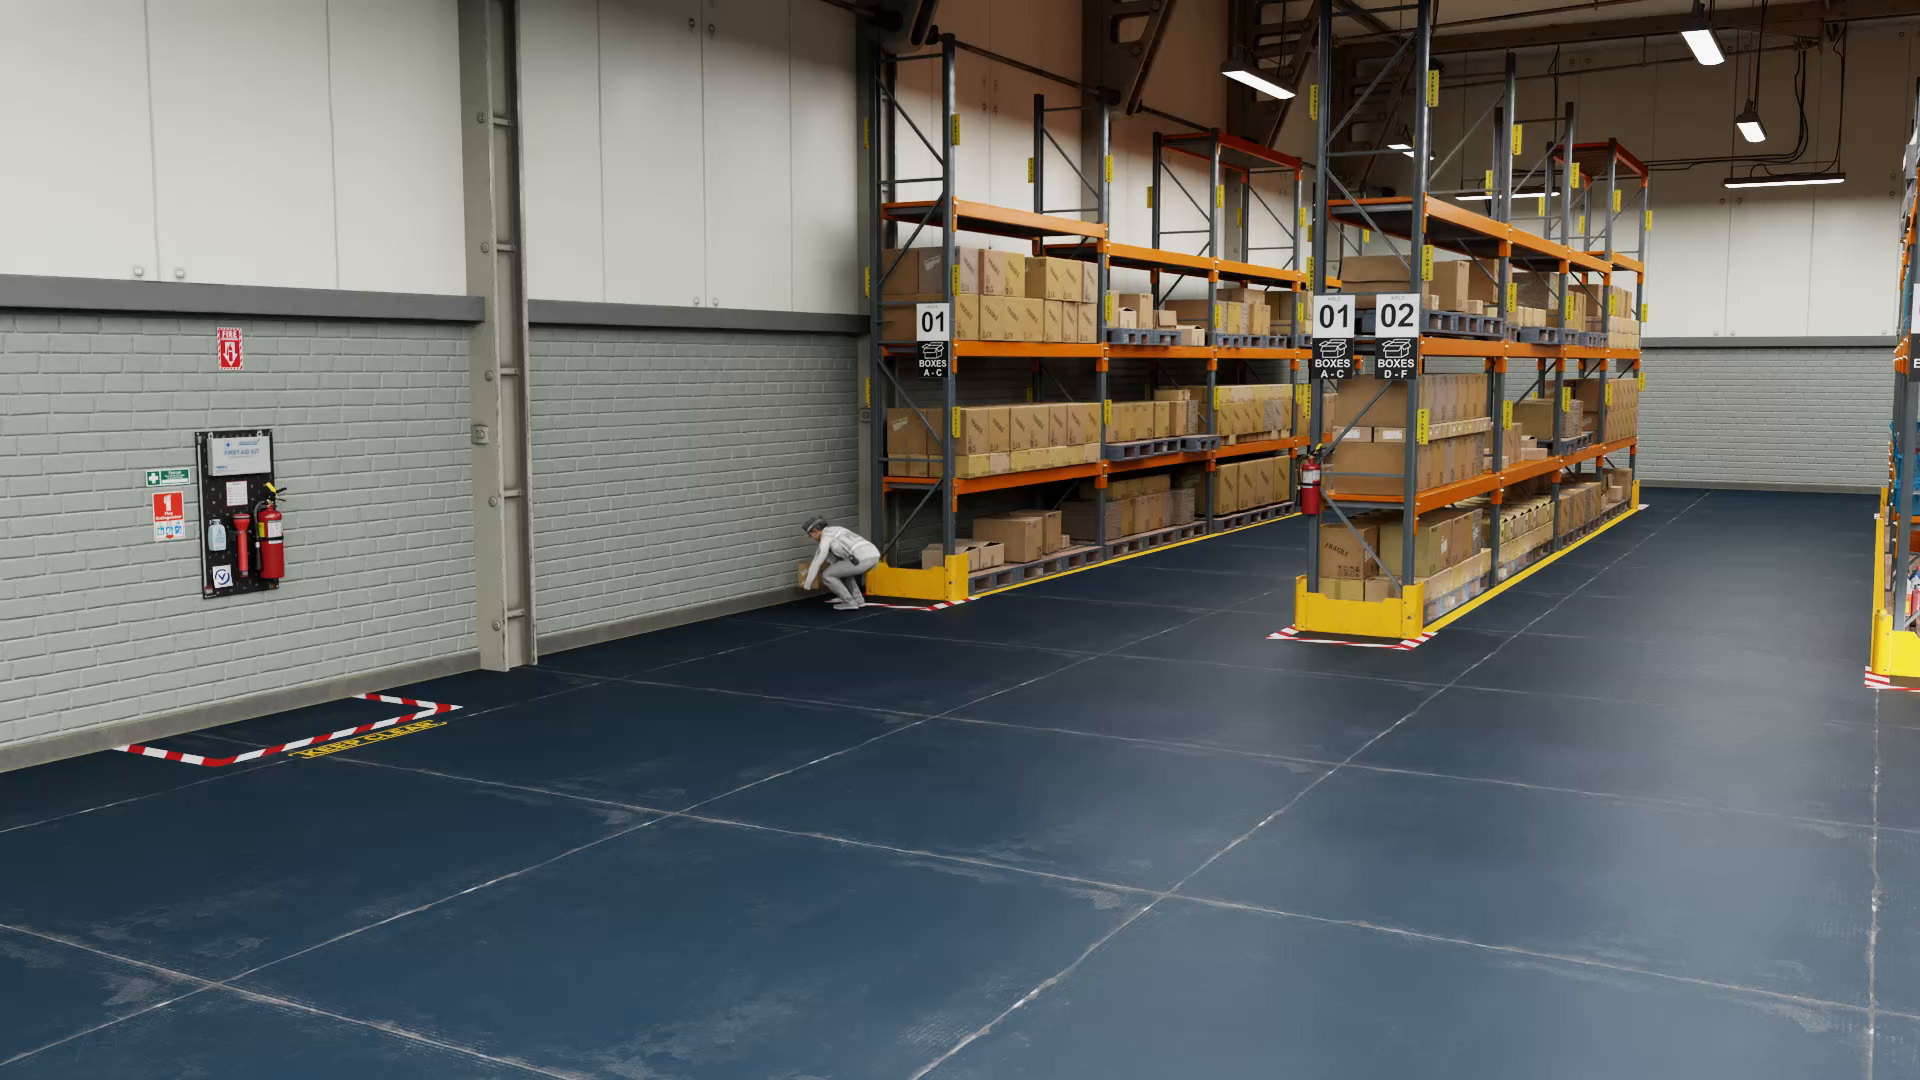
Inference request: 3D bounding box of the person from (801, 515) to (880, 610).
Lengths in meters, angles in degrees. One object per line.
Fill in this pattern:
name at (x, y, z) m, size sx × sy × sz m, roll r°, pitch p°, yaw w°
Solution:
person at (-1.260, 0.231, 17.473) m, size 0.857 × 0.985 × 0.453 m, roll 3°, pitch 7°, yaw 27°
